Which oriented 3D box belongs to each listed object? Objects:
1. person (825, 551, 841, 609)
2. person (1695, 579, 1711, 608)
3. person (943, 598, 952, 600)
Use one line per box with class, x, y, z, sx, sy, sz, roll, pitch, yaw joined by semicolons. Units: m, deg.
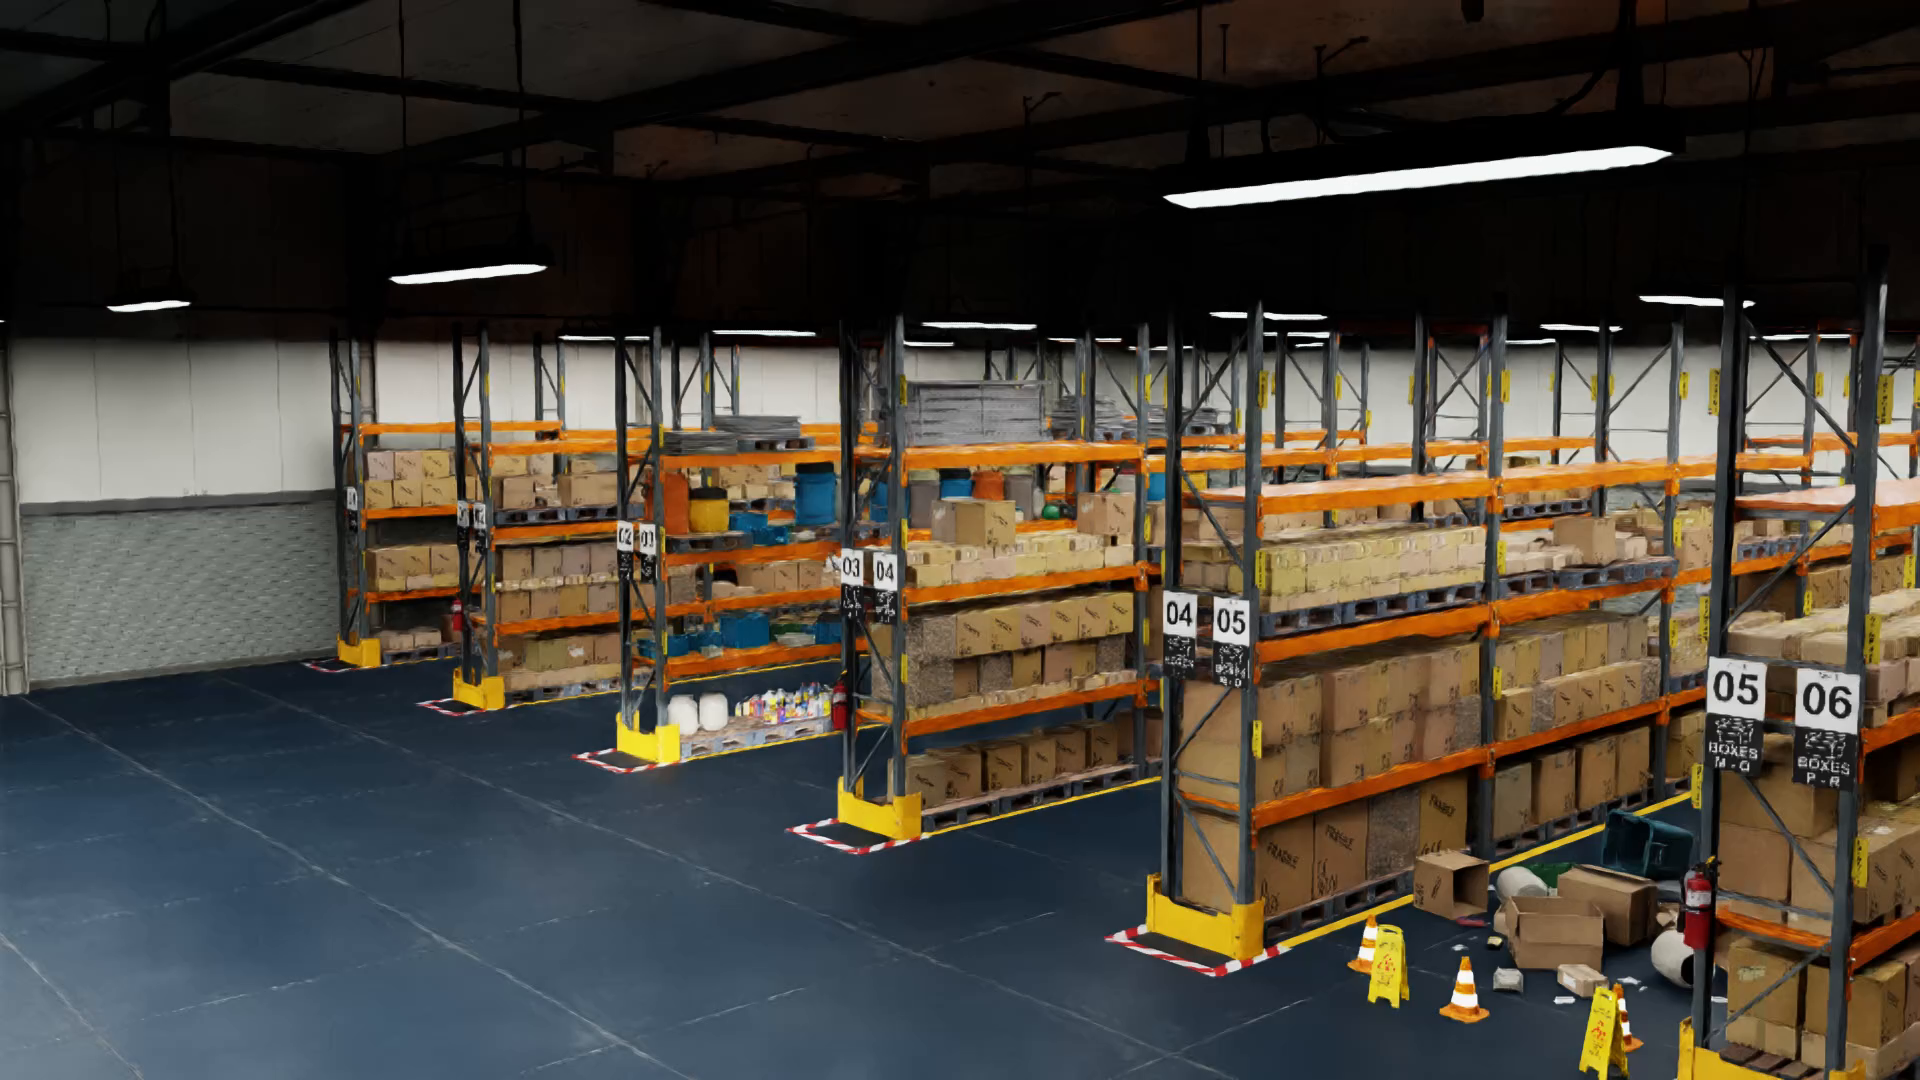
person;-2.629;0.883;35.202;0.512;1.632;0.639;-5;8;-44
person;13.789;1.320;30.757;1.019;1.612;0.453;-5;8;-43
person;-0.216;1.293;30.809;0.529;1.676;0.682;-5;8;-44
